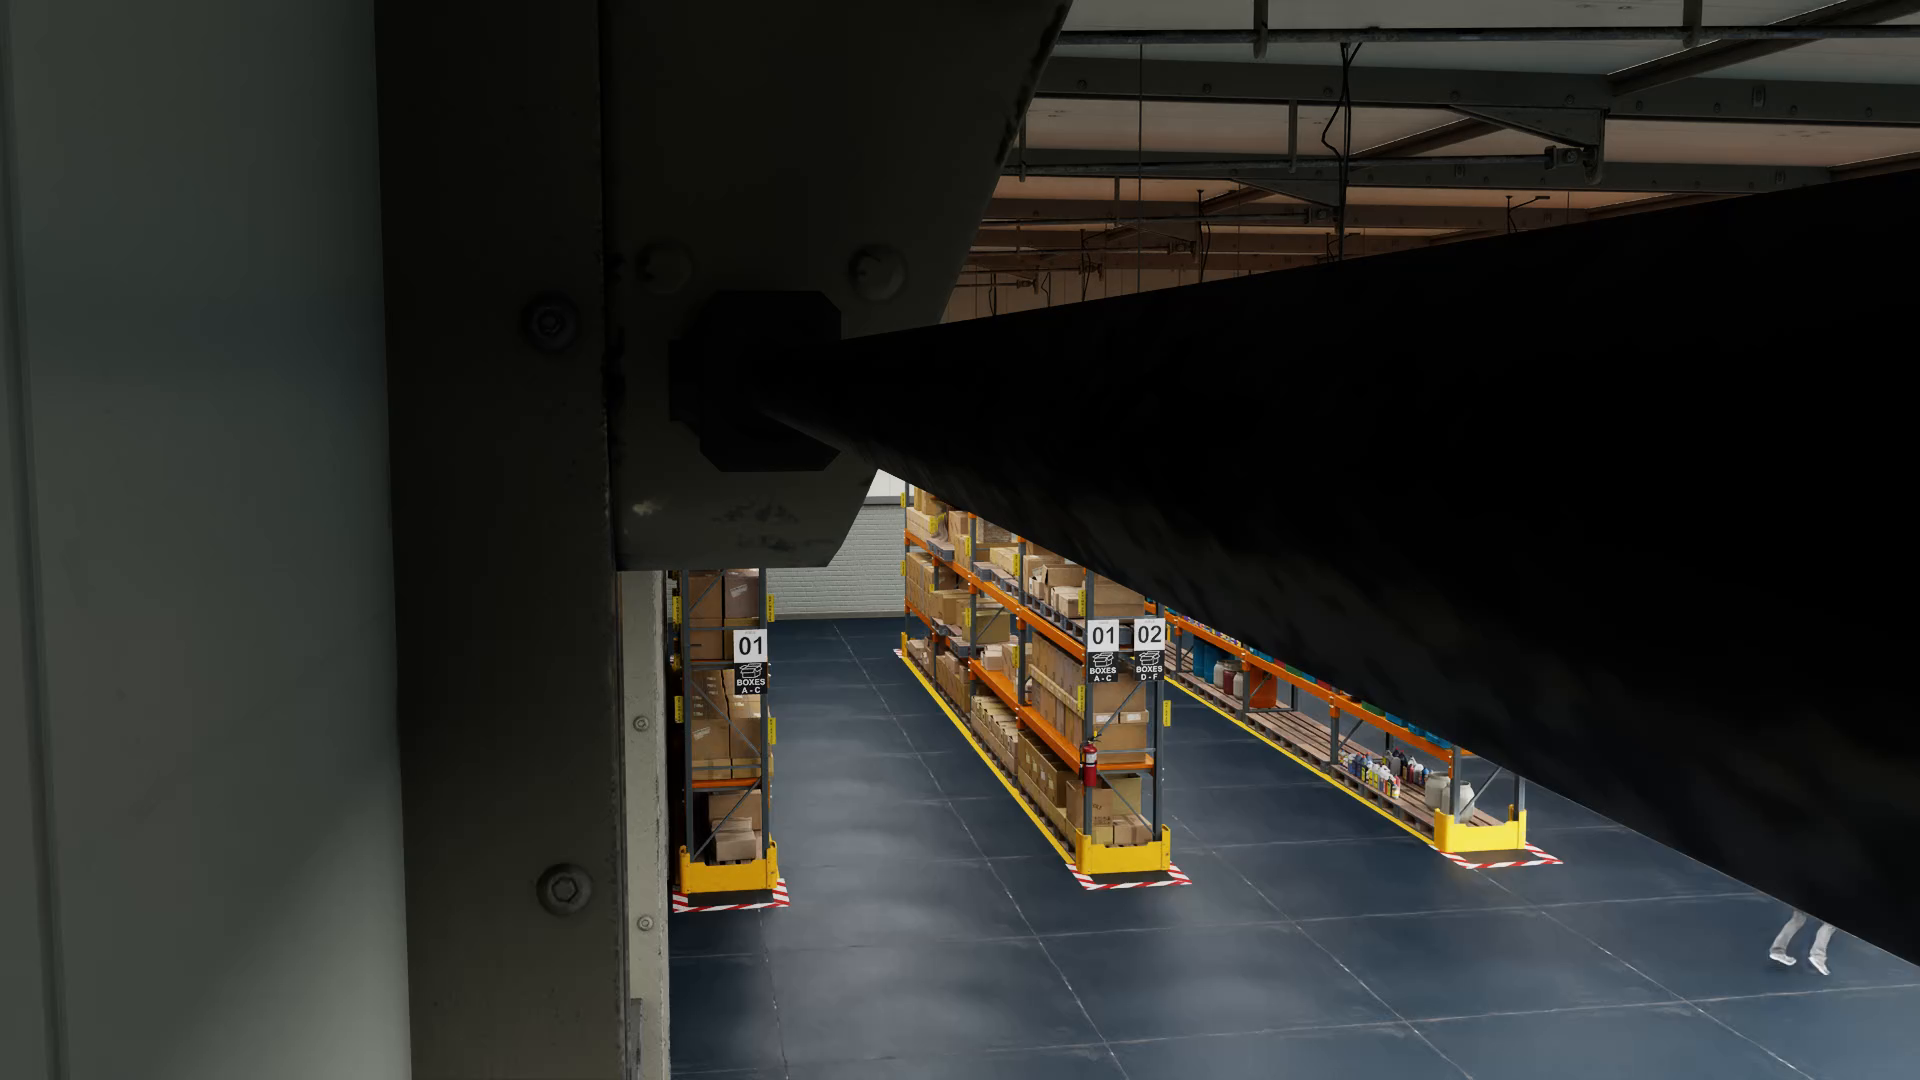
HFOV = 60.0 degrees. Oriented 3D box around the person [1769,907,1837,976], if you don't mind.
[{"bbox_3d":[8.885,3.746,17.402,0.703,1.614,0.503,1,6,5],"label":"person"}]
